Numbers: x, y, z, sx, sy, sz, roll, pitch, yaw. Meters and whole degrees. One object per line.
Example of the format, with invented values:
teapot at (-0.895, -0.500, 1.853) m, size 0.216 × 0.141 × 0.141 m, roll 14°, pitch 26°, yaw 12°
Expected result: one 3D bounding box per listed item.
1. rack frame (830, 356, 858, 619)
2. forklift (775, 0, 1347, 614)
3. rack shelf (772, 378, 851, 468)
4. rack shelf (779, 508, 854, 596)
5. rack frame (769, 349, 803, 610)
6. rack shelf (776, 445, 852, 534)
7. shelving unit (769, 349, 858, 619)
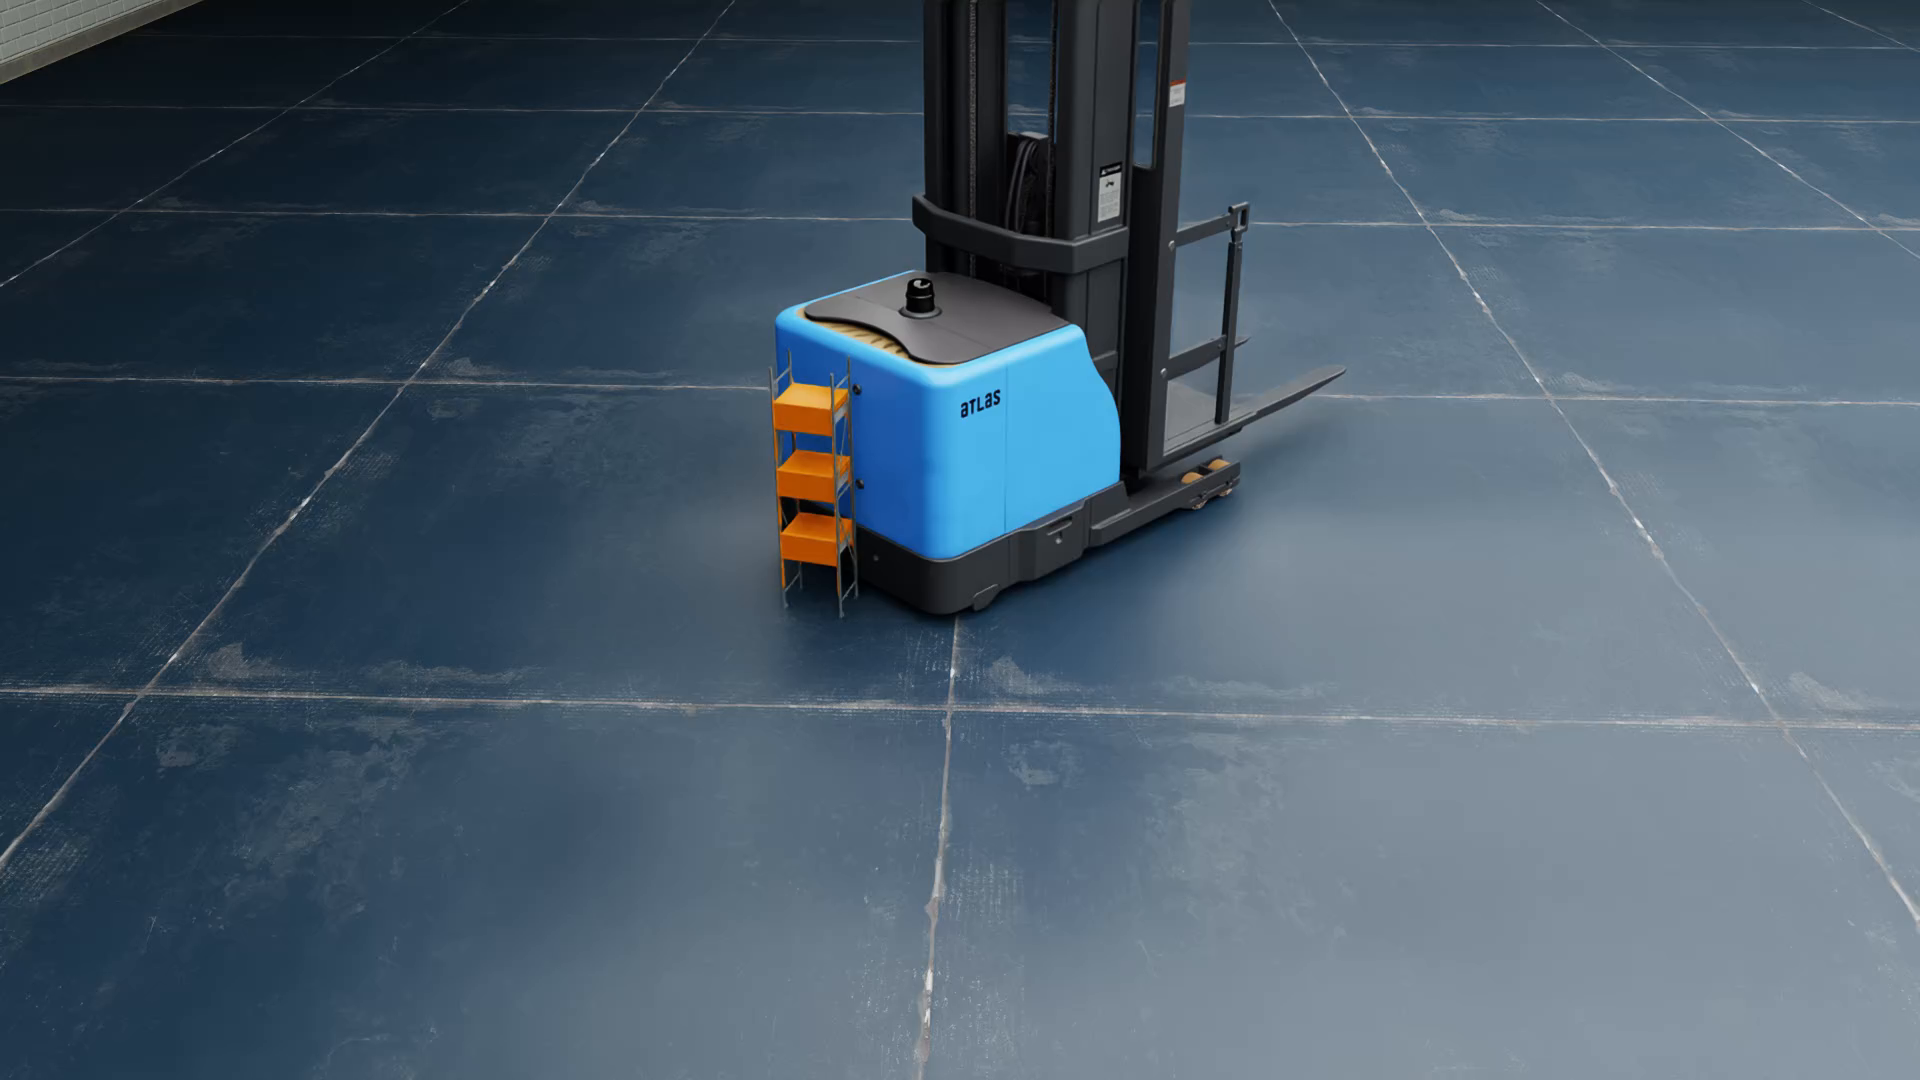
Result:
rack frame at (-0.450, -0.193, 6.494) m, size 0.008 × 1.050 × 0.200 m, roll 8°, pitch 29°, yaw 15°
forklift at (0.644, -1.588, 7.116) m, size 3.031 × 2.935 × 1.130 m, roll -24°, pitch 36°, yaw -38°
rack shelf at (-0.566, -0.451, 6.397) m, size 0.240 × 0.259 × 0.215 m, roll 8°, pitch 29°, yaw 15°
rack shelf at (-0.566, 0.045, 6.660) m, size 0.240 × 0.259 × 0.215 m, roll 8°, pitch 29°, yaw 15°
rack frame at (-0.683, -0.226, 6.556) m, size 0.008 × 1.050 × 0.200 m, roll 8°, pitch 29°, yaw 15°
rack shelf at (-0.566, -0.200, 6.530) m, size 0.240 × 0.259 × 0.215 m, roll 8°, pitch 29°, yaw 15°
shelving unit at (-0.566, -0.210, 6.525) m, size 0.252 × 1.050 × 0.215 m, roll 8°, pitch 29°, yaw 15°
